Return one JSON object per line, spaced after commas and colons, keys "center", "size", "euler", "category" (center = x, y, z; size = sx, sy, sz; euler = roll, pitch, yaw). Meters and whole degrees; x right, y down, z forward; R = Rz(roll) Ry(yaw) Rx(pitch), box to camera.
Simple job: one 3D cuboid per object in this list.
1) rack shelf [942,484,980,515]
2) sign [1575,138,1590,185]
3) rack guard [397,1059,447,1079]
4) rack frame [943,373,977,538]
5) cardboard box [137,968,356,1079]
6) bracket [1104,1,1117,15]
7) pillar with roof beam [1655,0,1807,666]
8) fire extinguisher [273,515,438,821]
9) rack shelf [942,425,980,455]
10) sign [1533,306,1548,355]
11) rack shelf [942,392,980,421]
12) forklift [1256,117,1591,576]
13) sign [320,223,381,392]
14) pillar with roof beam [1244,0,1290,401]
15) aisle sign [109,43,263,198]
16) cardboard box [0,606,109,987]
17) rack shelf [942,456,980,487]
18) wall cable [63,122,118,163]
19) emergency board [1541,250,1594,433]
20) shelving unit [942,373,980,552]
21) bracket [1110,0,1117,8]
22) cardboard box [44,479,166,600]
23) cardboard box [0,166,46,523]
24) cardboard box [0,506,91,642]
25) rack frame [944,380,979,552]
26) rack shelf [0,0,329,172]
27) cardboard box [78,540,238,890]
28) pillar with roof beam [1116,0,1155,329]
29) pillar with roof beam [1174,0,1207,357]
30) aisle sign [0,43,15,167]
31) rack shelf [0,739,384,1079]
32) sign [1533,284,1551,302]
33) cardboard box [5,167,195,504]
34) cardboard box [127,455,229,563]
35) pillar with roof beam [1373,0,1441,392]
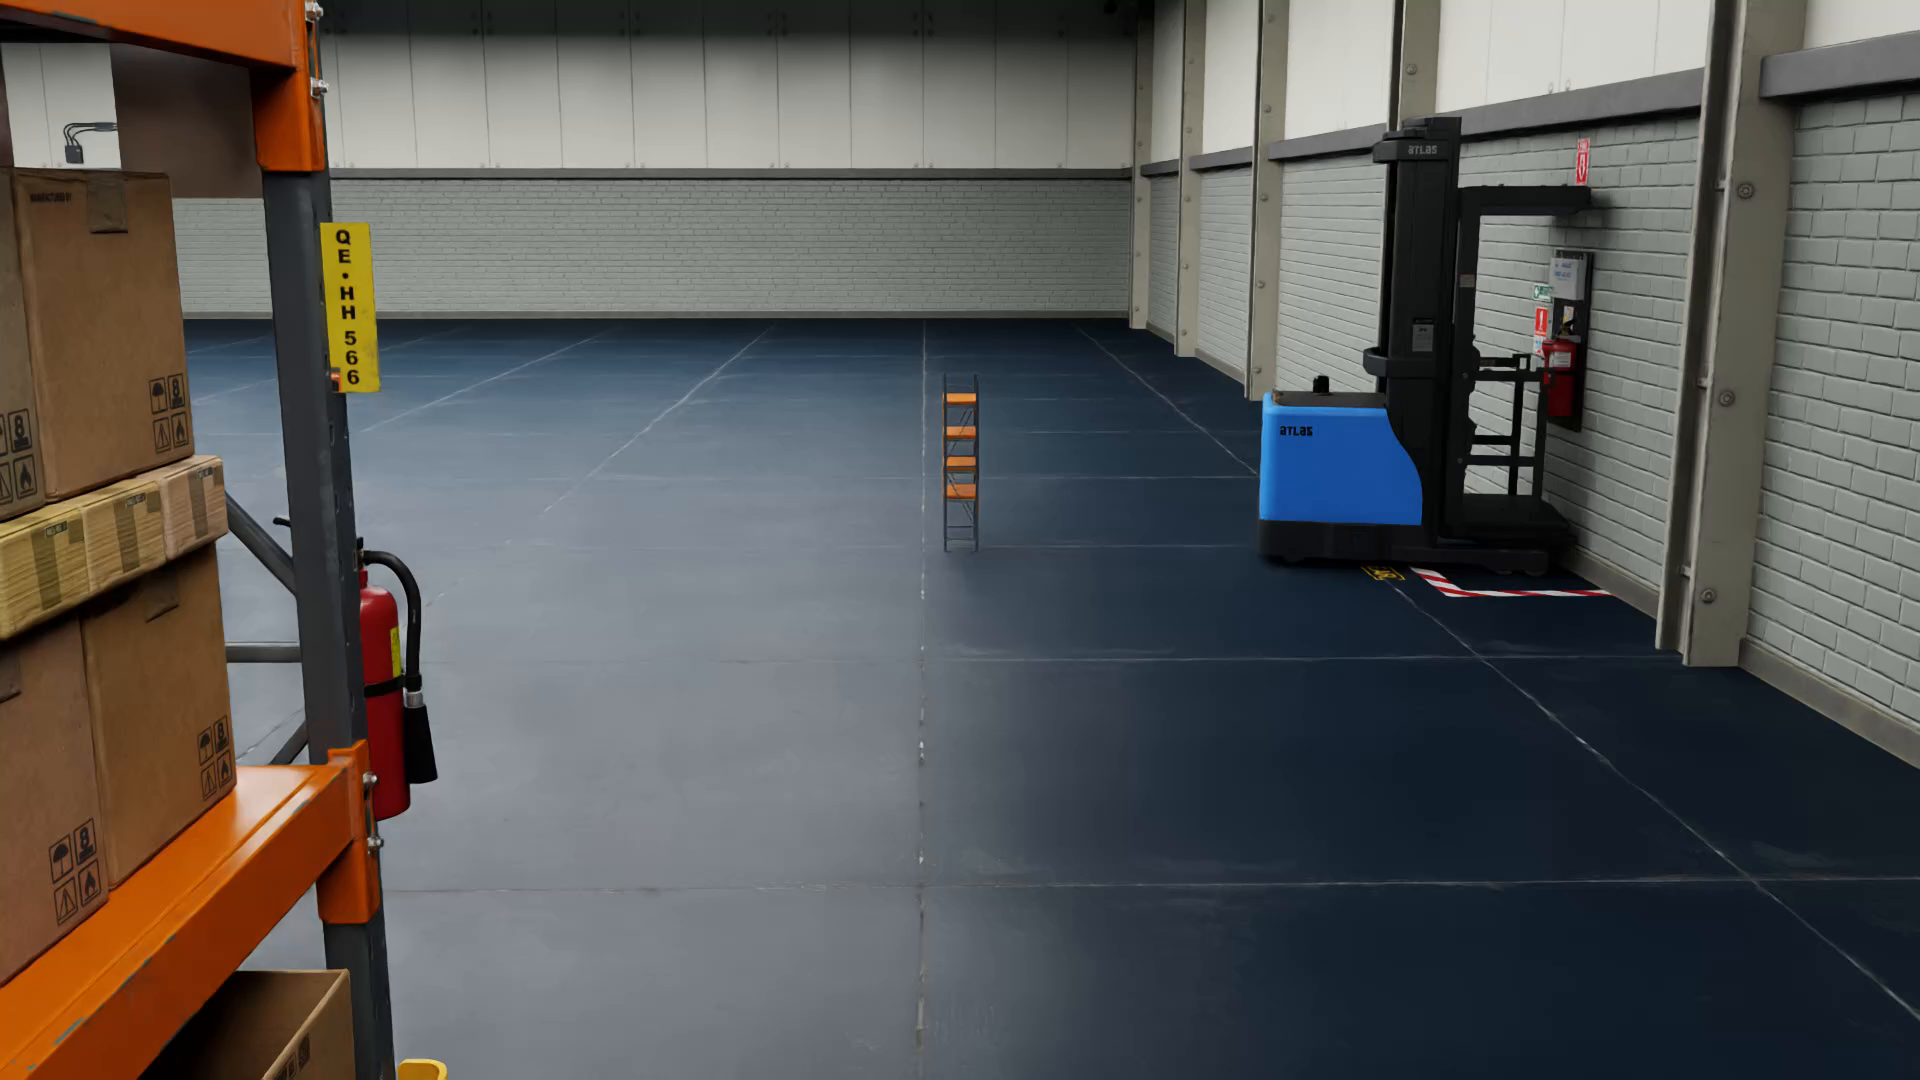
{"center": [0.003, -0.295, 11.830], "size": [0.258, 0.148, 0.480], "euler": [0, 11, -1], "category": "rack shelf"}
{"center": [4.070, -2.473, 10.873], "size": [0.001, 0.298, 0.199], "euler": [0, 11, -1], "category": "sign"}
{"center": [-1.725, 1.455, 3.629], "size": [1.175, 0.500, 0.348], "euler": [0, 11, -1], "category": "rack guard"}
{"center": [-0.002, -0.604, 12.017], "size": [0.240, 1.200, 0.015], "euler": [0, 11, -1], "category": "rack frame"}
{"center": [-1.416, 1.114, 2.995], "size": [0.500, 0.500, 0.500], "euler": [0, 11, -1], "category": "cardboard box"}
{"center": [3.075, -10.870, 33.955], "size": [0.235, 0.232, 0.430], "euler": [0, 11, -1], "category": "bracket"}
{"center": [-0.321, -3.766, 7.988], "size": [9.100, 9.000, 0.400], "euler": [0, 11, -1], "category": "pillar with roof beam"}
{"center": [-1.263, 0.247, 3.490], "size": [0.296, 0.674, 0.183], "euler": [0, 11, -1], "category": "fire extinguisher"}
{"center": [0.003, -0.708, 11.747], "size": [0.258, 0.148, 0.480], "euler": [0, 11, -1], "category": "rack shelf"}
{"center": [4.062, -1.463, 11.634], "size": [0.001, 0.329, 0.234], "euler": [0, 11, -1], "category": "sign"}
{"center": [0.003, -0.940, 11.699], "size": [0.258, 0.148, 0.480], "euler": [0, 11, -1], "category": "rack shelf"}
{"center": [3.578, -1.314, 11.164], "size": [3.031, 2.935, 1.130], "euler": [2, 12, 10], "category": "forklift"}
{"center": [-1.182, -0.448, 3.216], "size": [0.100, 0.325, 0.005], "euler": [0, 11, -1], "category": "sign"}
{"center": [-0.569, -6.151, 19.746], "size": [9.100, 9.000, 0.400], "euler": [0, 11, -1], "category": "pillar with roof beam"}
{"center": [-1.432, -1.053, 3.169], "size": [0.394, 0.787, 0.004], "euler": [0, 11, -1], "category": "aisle sign"}
{"center": [-1.712, 0.383, 2.375], "size": [0.700, 0.500, 0.500], "euler": [0, 11, 0], "category": "cardboard box"}
{"center": [0.003, -0.489, 11.791], "size": [0.258, 0.148, 0.480], "euler": [0, 11, -1], "category": "rack shelf"}
{"center": [-17.253, -10.718, 33.705], "size": [2.305, 6.003, 0.169], "euler": [0, 11, -1], "category": "wall cable"}
{"center": [3.970, -1.335, 11.094], "size": [0.194, 1.169, 0.643], "euler": [0, 11, -1], "category": "emergency board"}
{"center": [0.003, -0.555, 11.778], "size": [0.258, 1.200, 0.503], "euler": [0, 11, -1], "category": "shelving unit"}
{"center": [3.087, -10.753, 33.376], "size": [0.076, 0.066, 3.189], "euler": [0, 11, -1], "category": "bracket"}
{"center": [-1.519, -0.005, 2.656], "size": [0.380, 0.149, 0.250], "euler": [0, 11, 0], "category": "cardboard box"}
{"center": [-1.710, -0.242, 2.193], "size": [0.700, 0.500, 0.500], "euler": [-1, 11, -3], "category": "cardboard box"}
{"center": [-1.514, 0.046, 2.405], "size": [0.380, 0.149, 0.250], "euler": [0, 11, -2], "category": "cardboard box"}
{"center": [0.008, -0.507, 11.539], "size": [0.240, 1.200, 0.015], "euler": [0, 11, -1], "category": "rack frame"}
{"center": [-1.683, -0.485, 1.171], "size": [1.077, 0.370, 4.000], "euler": [0, 11, -1], "category": "rack shelf"}
{"center": [-1.728, 0.279, 2.889], "size": [0.700, 0.500, 0.500], "euler": [0, 11, -1], "category": "cardboard box"}
{"center": [-0.817, -8.537, 31.504], "size": [9.100, 9.000, 0.548], "euler": [0, 11, -1], "category": "pillar with roof beam"}
{"center": [-0.693, -7.344, 25.625], "size": [9.100, 9.000, 0.400], "euler": [0, 11, -1], "category": "pillar with roof beam"}
{"center": [-2.032, -1.051, 3.157], "size": [0.394, 0.787, 0.004], "euler": [0, 11, -1], "category": "aisle sign"}
{"center": [-1.683, 0.985, 1.469], "size": [1.077, 0.370, 4.000], "euler": [0, 11, -1], "category": "rack shelf"}
{"center": [4.053, -1.721, 11.577], "size": [0.001, 0.109, 0.331], "euler": [0, 11, -1], "category": "sign"}
{"center": [-1.727, -0.347, 2.709], "size": [0.700, 0.500, 0.500], "euler": [0, 11, -1], "category": "cardboard box"}
{"center": [-1.526, -0.057, 2.912], "size": [0.380, 0.149, 0.250], "euler": [0, 11, -2], "category": "cardboard box"}
{"center": [-0.445, -4.958, 13.867], "size": [9.100, 9.000, 0.400], "euler": [0, 11, -1], "category": "pillar with roof beam"}
